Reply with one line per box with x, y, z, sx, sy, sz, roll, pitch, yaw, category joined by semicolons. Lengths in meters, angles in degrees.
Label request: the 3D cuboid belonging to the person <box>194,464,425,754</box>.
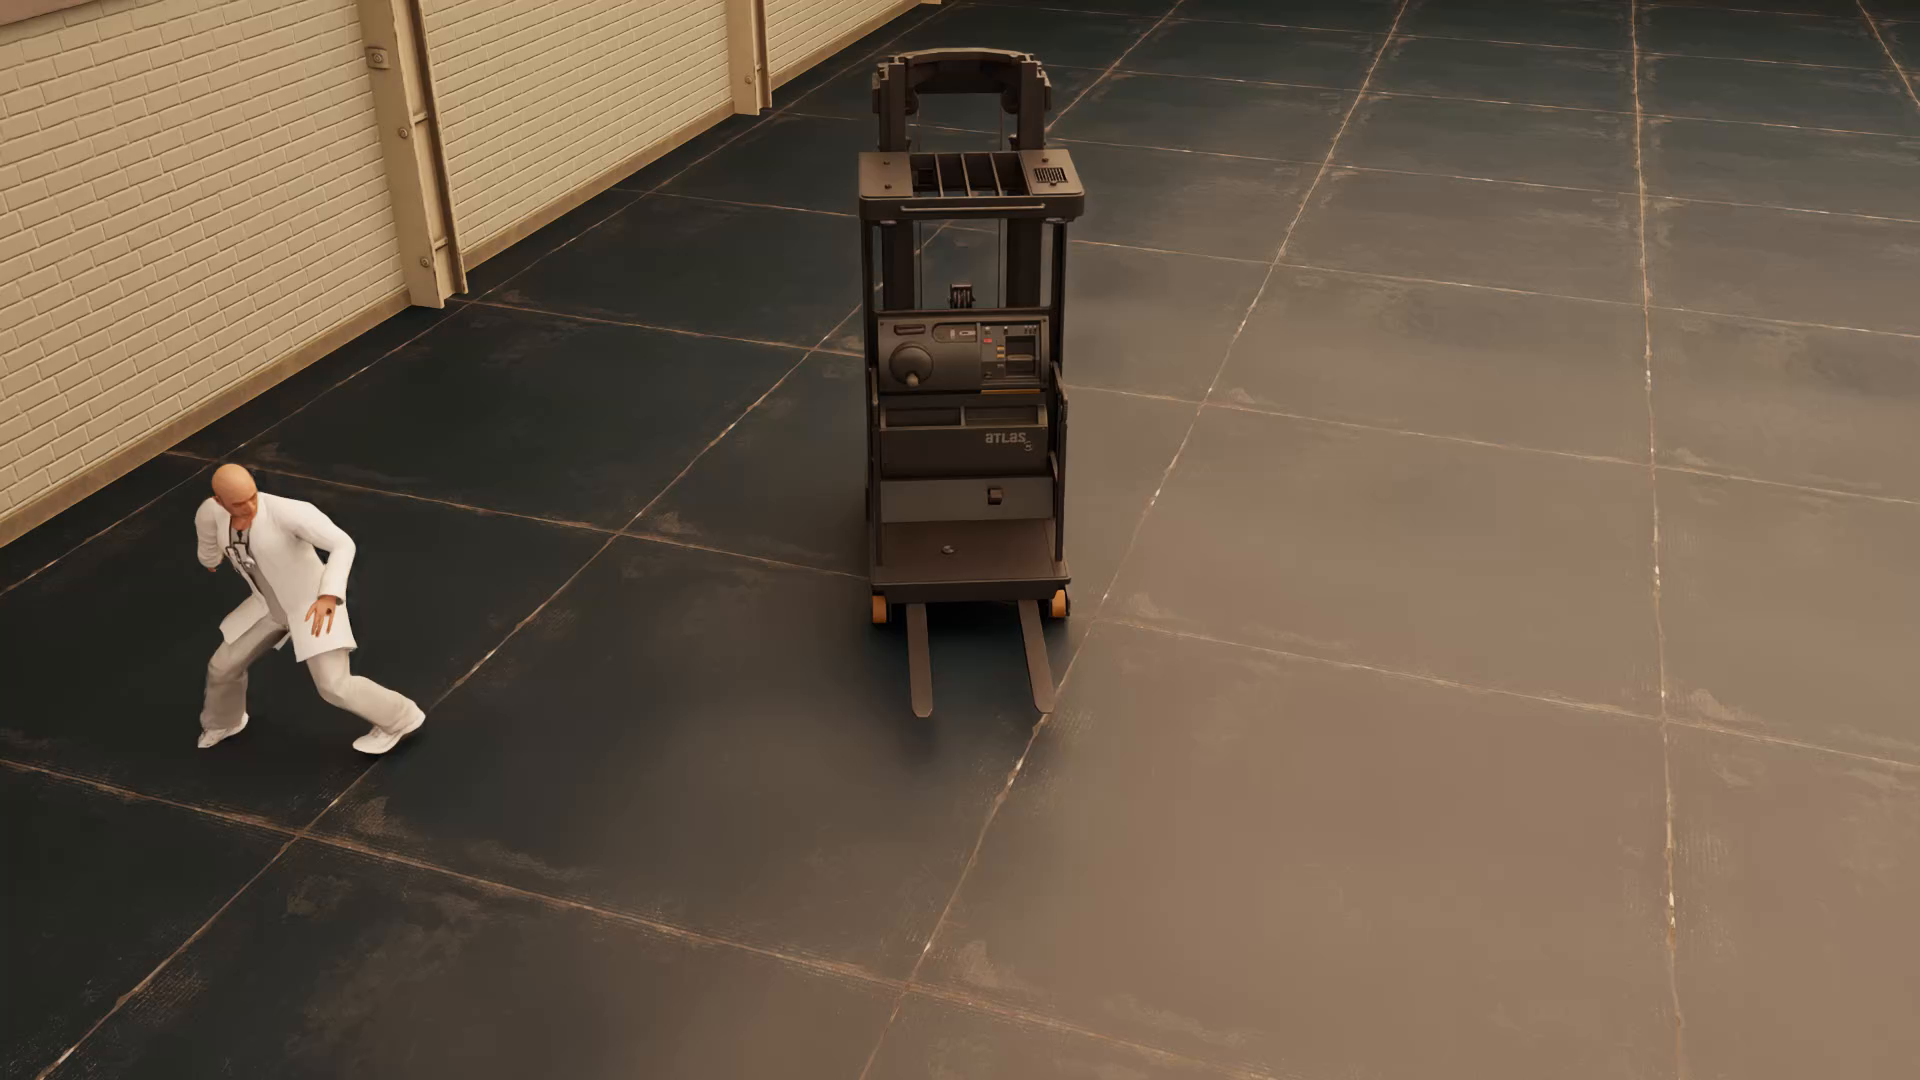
-3.278;0.361;7.951;1.156;1.728;0.592;11;32;19;person

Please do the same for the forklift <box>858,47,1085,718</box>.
0.035;-0.972;8.842;1.130;2.935;3.031;-2;30;-3;forklift
